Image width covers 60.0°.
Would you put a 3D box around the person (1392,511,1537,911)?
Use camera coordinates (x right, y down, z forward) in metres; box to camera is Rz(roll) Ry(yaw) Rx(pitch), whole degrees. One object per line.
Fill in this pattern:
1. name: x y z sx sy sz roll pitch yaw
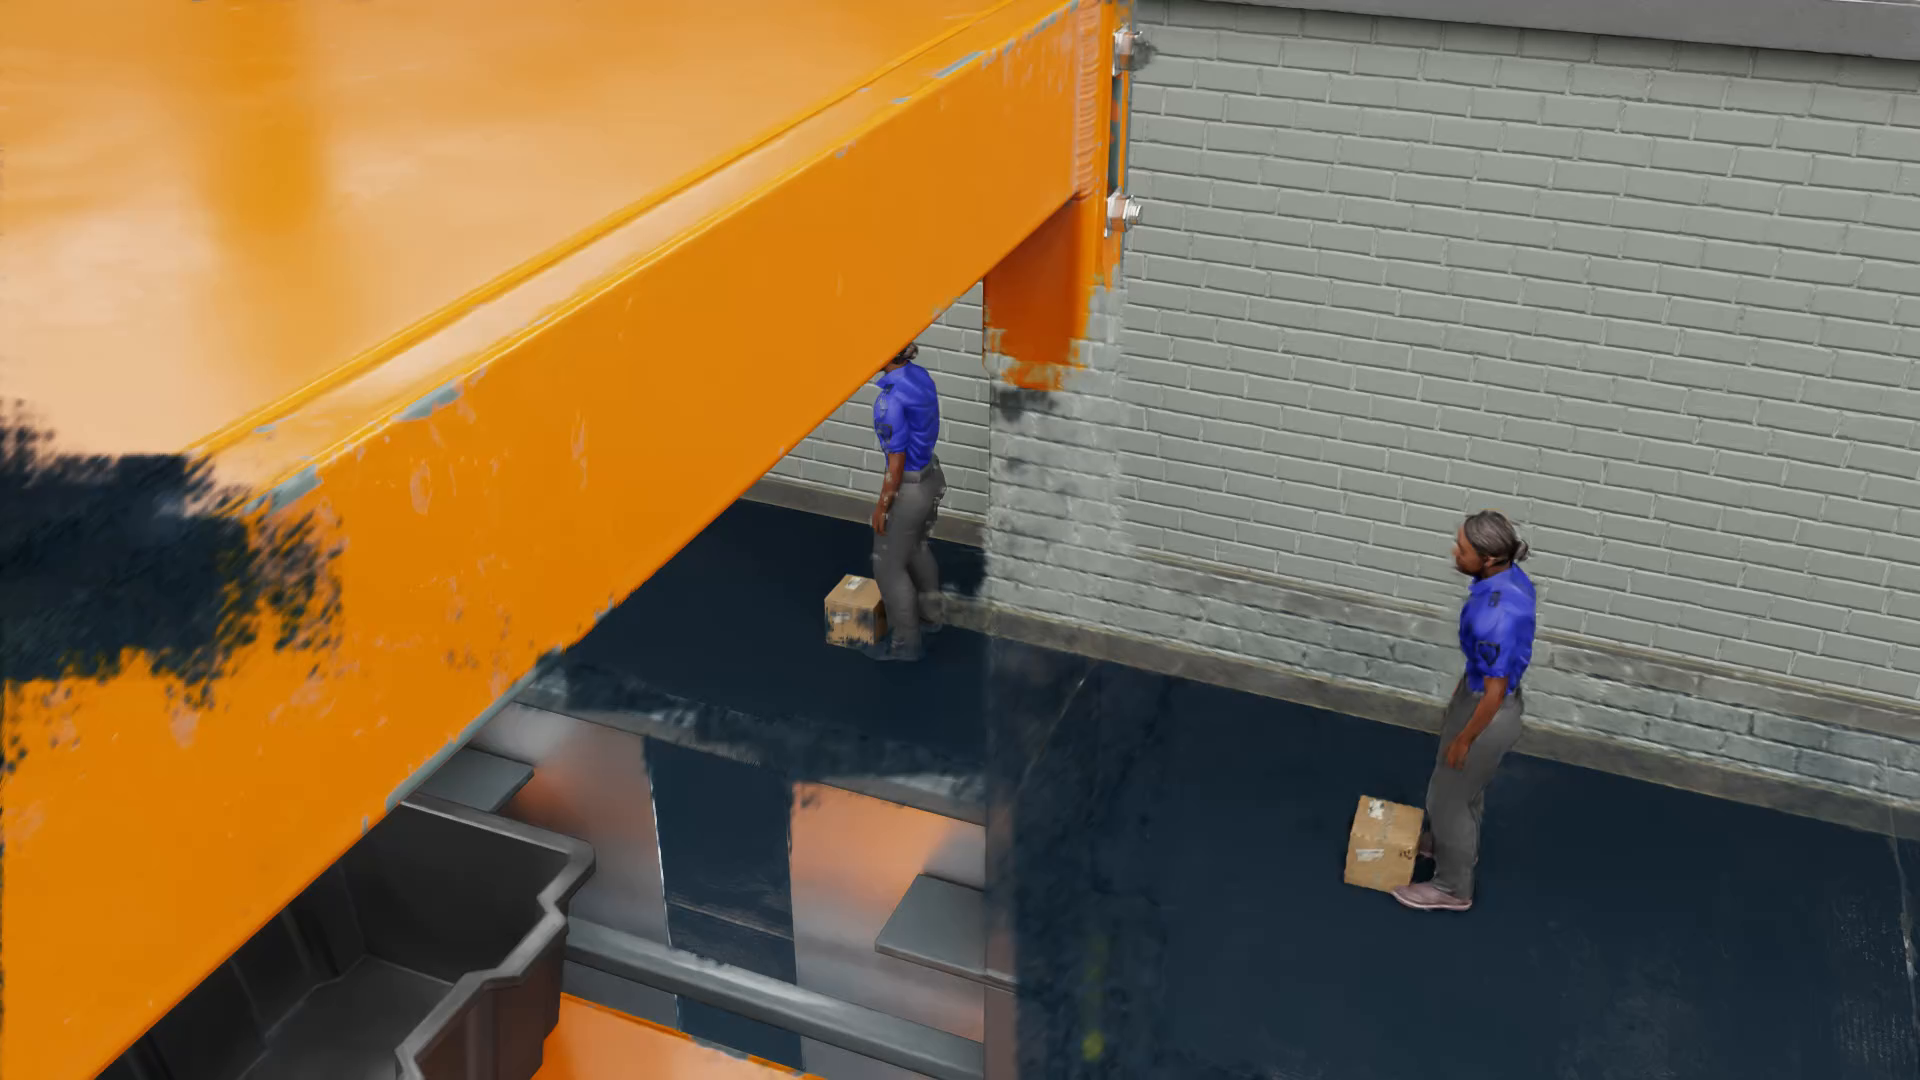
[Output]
1. person: -0.255 -0.218 7.529 0.348 1.640 0.507 10 31 17
